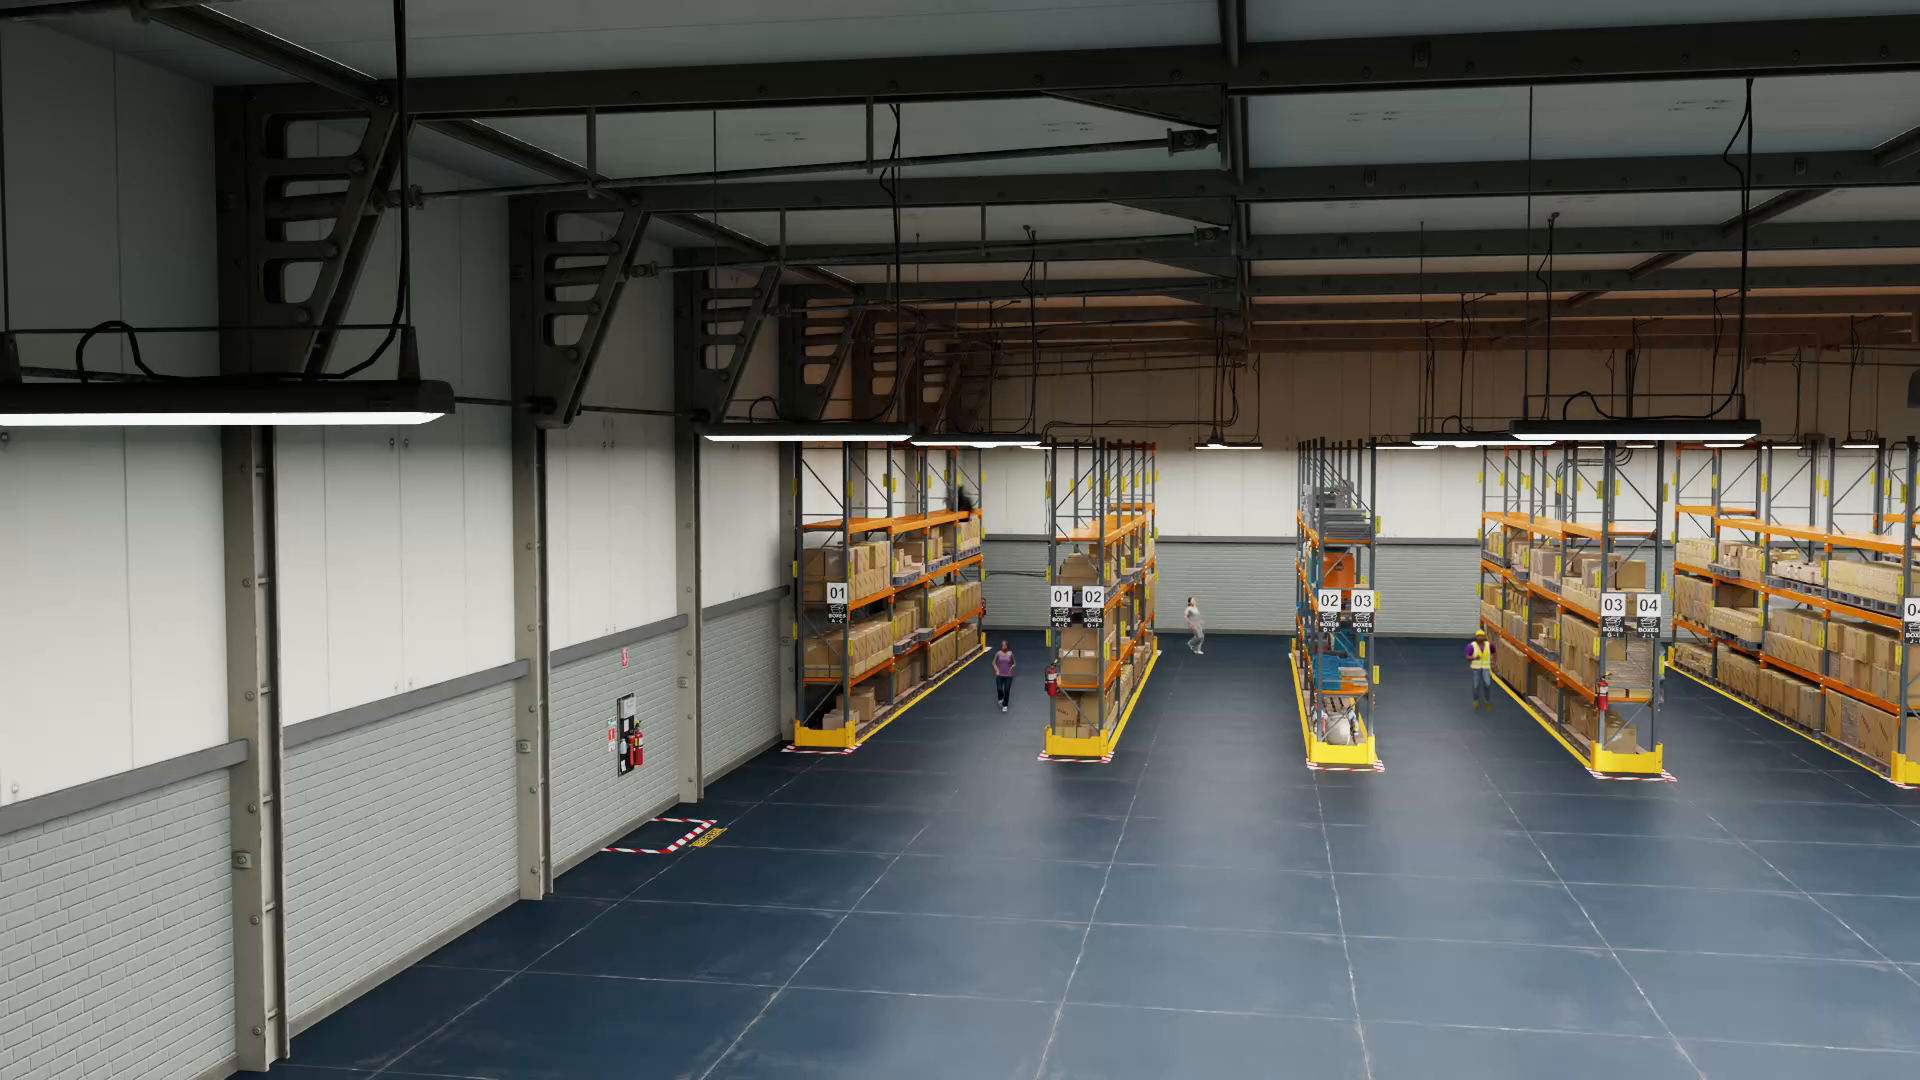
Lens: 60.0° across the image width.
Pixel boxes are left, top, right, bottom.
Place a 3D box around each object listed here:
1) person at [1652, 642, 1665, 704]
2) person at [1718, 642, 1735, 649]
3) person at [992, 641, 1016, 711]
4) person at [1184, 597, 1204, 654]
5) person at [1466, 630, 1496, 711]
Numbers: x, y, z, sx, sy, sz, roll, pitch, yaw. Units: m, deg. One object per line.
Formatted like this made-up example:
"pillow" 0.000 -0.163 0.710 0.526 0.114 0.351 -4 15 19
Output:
"person" 15.883 2.916 37.977 0.520 1.643 0.699 0 3 5
"person" 20.846 2.439 45.596 0.780 1.748 0.663 0 3 -4
"person" 0.974 3.001 36.656 0.532 1.554 0.546 0 3 3
"person" 6.651 2.431 47.234 0.597 1.628 0.520 -3 4 -45
"person" 11.564 2.896 36.898 0.684 1.816 0.731 1 3 11
